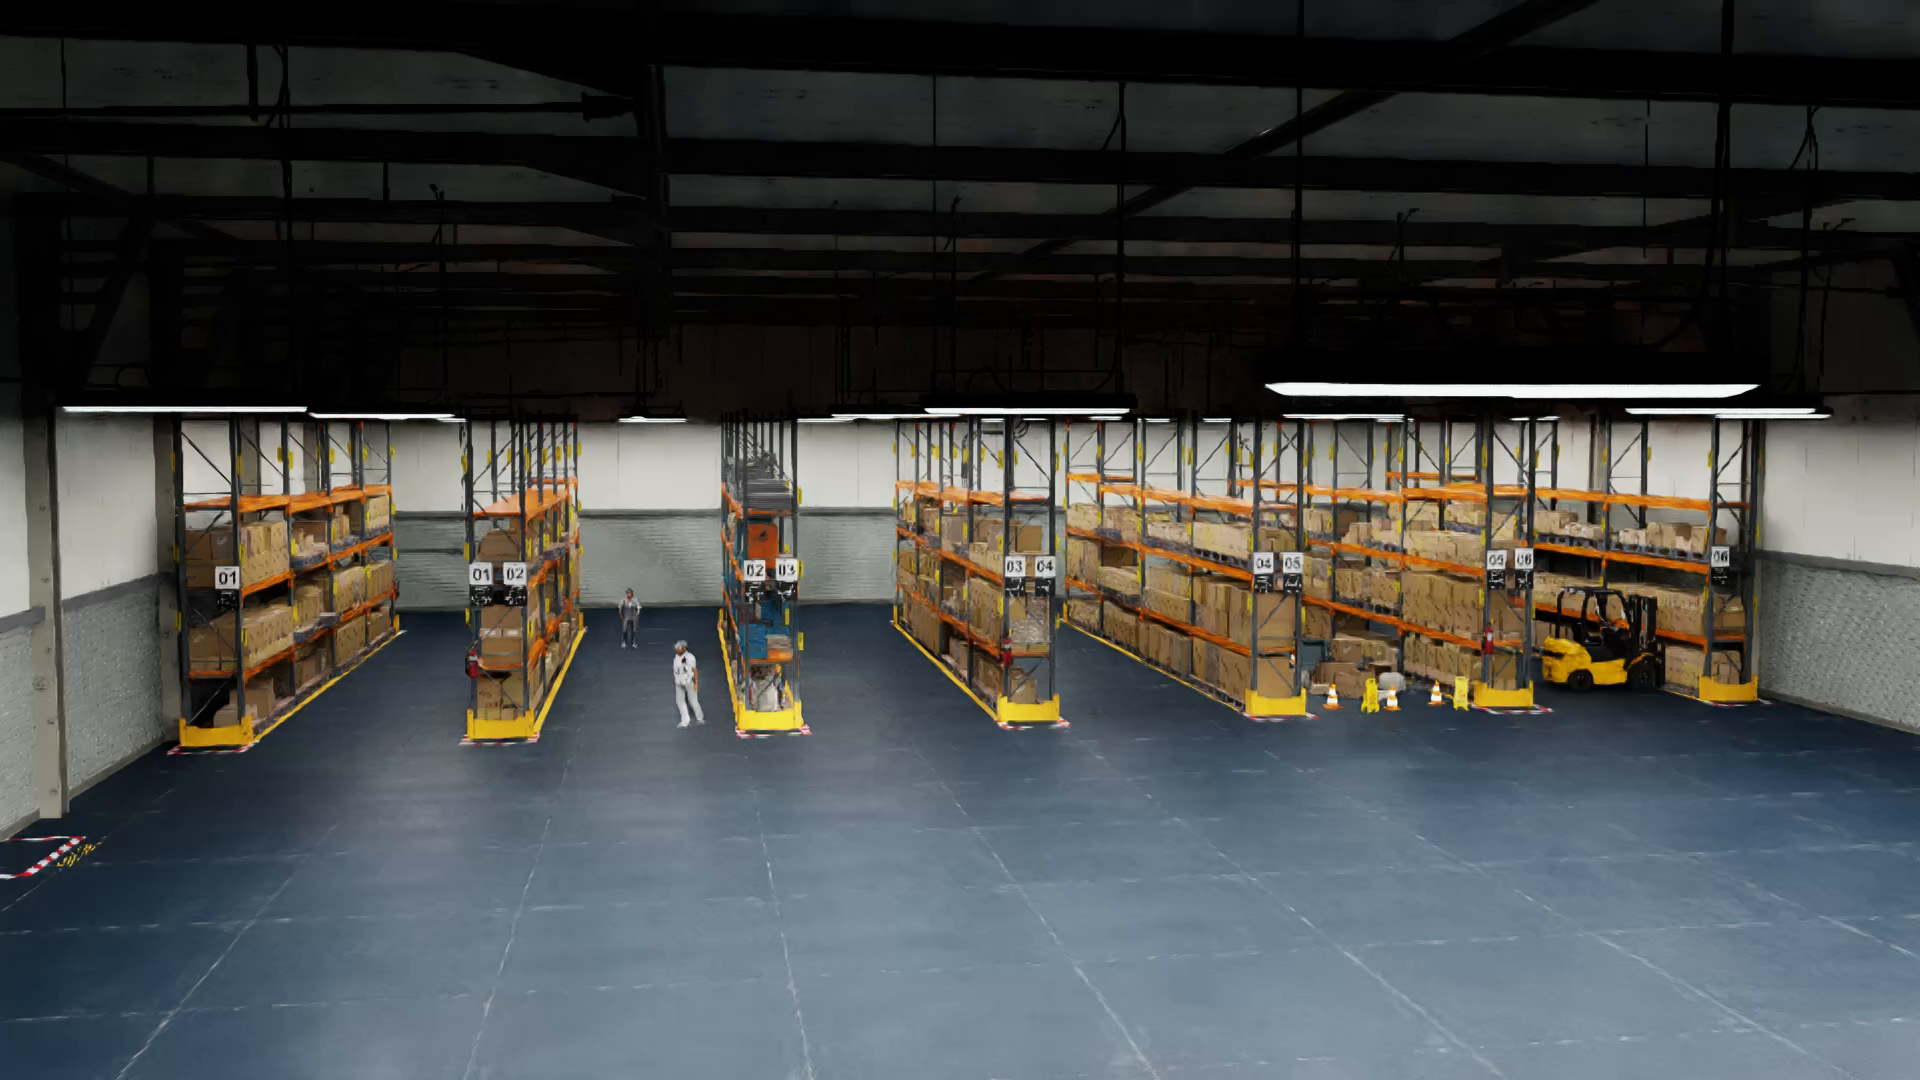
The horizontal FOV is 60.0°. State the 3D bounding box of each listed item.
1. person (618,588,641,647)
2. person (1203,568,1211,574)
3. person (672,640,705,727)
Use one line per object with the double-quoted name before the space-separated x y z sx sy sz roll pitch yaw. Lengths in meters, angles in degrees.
"person" -8.474 1.986 42.656 0.566 1.539 0.519 -1 4 -12
"person" 7.007 1.585 47.299 0.546 1.662 0.654 0 4 -4
"person" -5.148 2.706 31.549 0.549 1.644 0.592 2 5 29
